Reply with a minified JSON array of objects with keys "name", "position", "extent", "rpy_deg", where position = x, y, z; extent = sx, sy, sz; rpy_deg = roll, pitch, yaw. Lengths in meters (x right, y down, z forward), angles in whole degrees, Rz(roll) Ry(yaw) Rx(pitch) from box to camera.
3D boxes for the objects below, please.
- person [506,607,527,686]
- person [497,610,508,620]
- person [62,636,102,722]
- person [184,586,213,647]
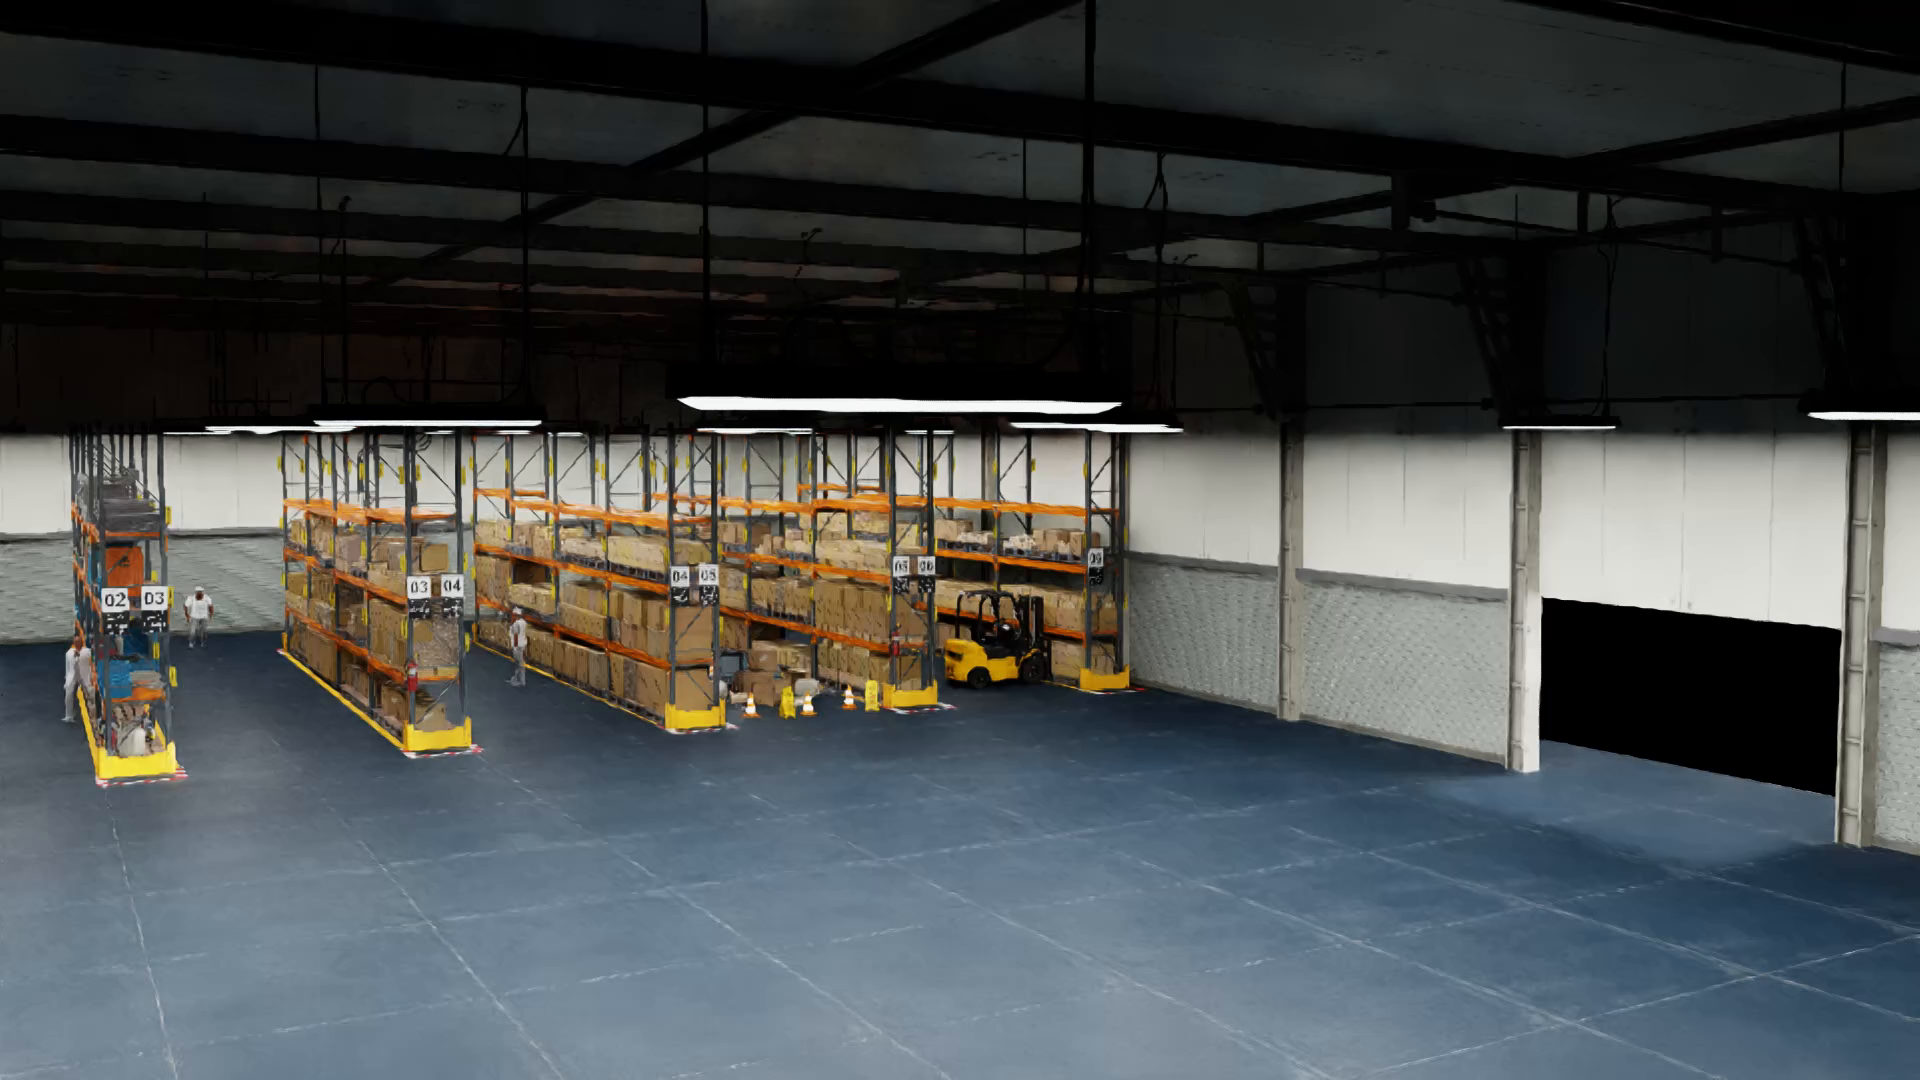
[{"name":"person","position":[-10.256,2.443,38.400],"extent":[0.487,1.785,0.616],"rpy_deg":[0,4,1]},{"name":"person","position":[-14.015,1.669,51.345],"extent":[0.576,1.774,0.586],"rpy_deg":[2,4,26]},{"name":"person","position":[-17.813,2.786,33.691],"extent":[0.634,1.721,1.052],"rpy_deg":[-1,4,-11]},{"name":"person","position":[-20.674,2.085,45.167],"extent":[0.719,1.714,0.578],"rpy_deg":[-2,4,-32]}]
